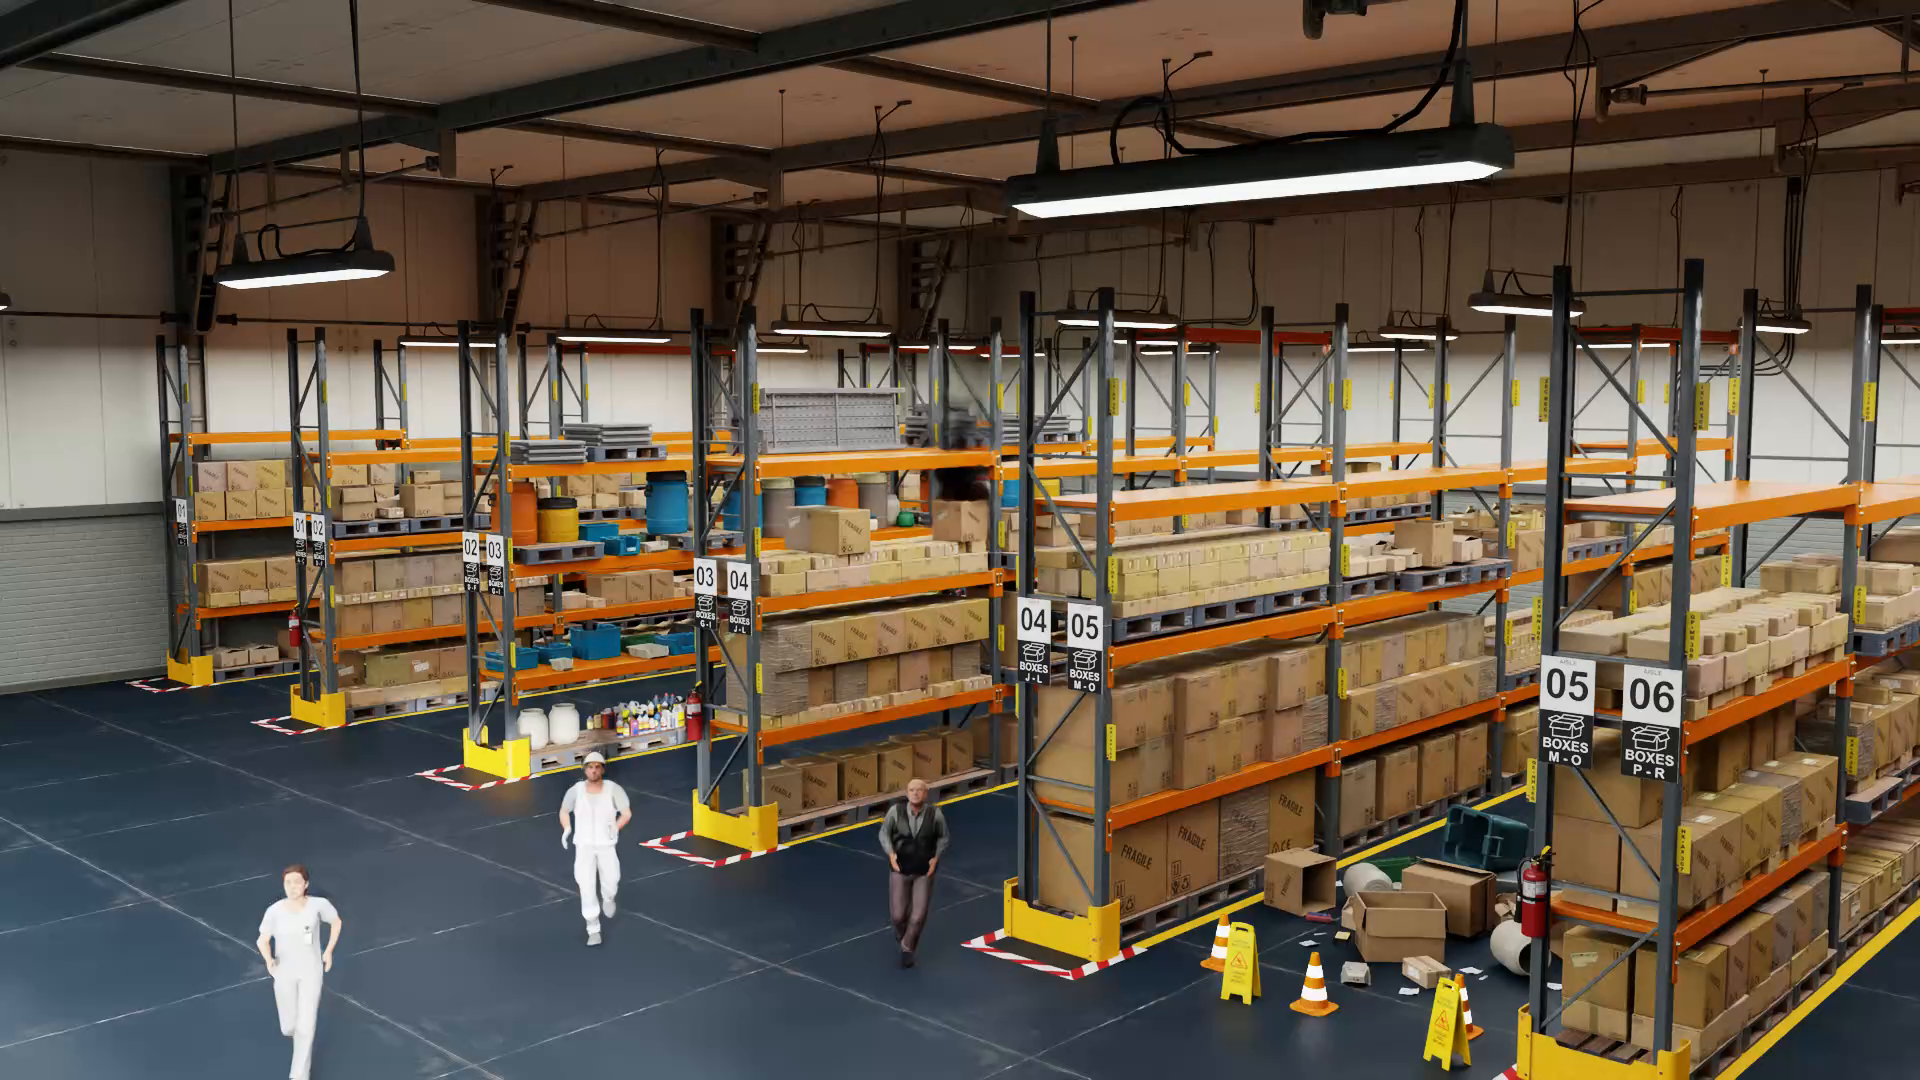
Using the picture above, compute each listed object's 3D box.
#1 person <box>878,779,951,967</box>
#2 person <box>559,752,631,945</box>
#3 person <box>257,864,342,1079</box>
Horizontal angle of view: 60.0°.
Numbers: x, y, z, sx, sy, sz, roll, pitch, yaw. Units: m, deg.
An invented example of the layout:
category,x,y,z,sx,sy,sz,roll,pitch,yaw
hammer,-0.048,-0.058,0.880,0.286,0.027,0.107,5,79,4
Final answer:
category,x,y,z,sx,sy,sz,roll,pitch,yaw
person,-0.407,2.947,14.891,0.649,1.671,0.597,0,5,1
person,-3.404,2.810,15.520,0.661,1.686,0.759,-1,5,-9
person,-4.865,3.206,12.264,0.576,1.664,0.866,-1,6,-14
